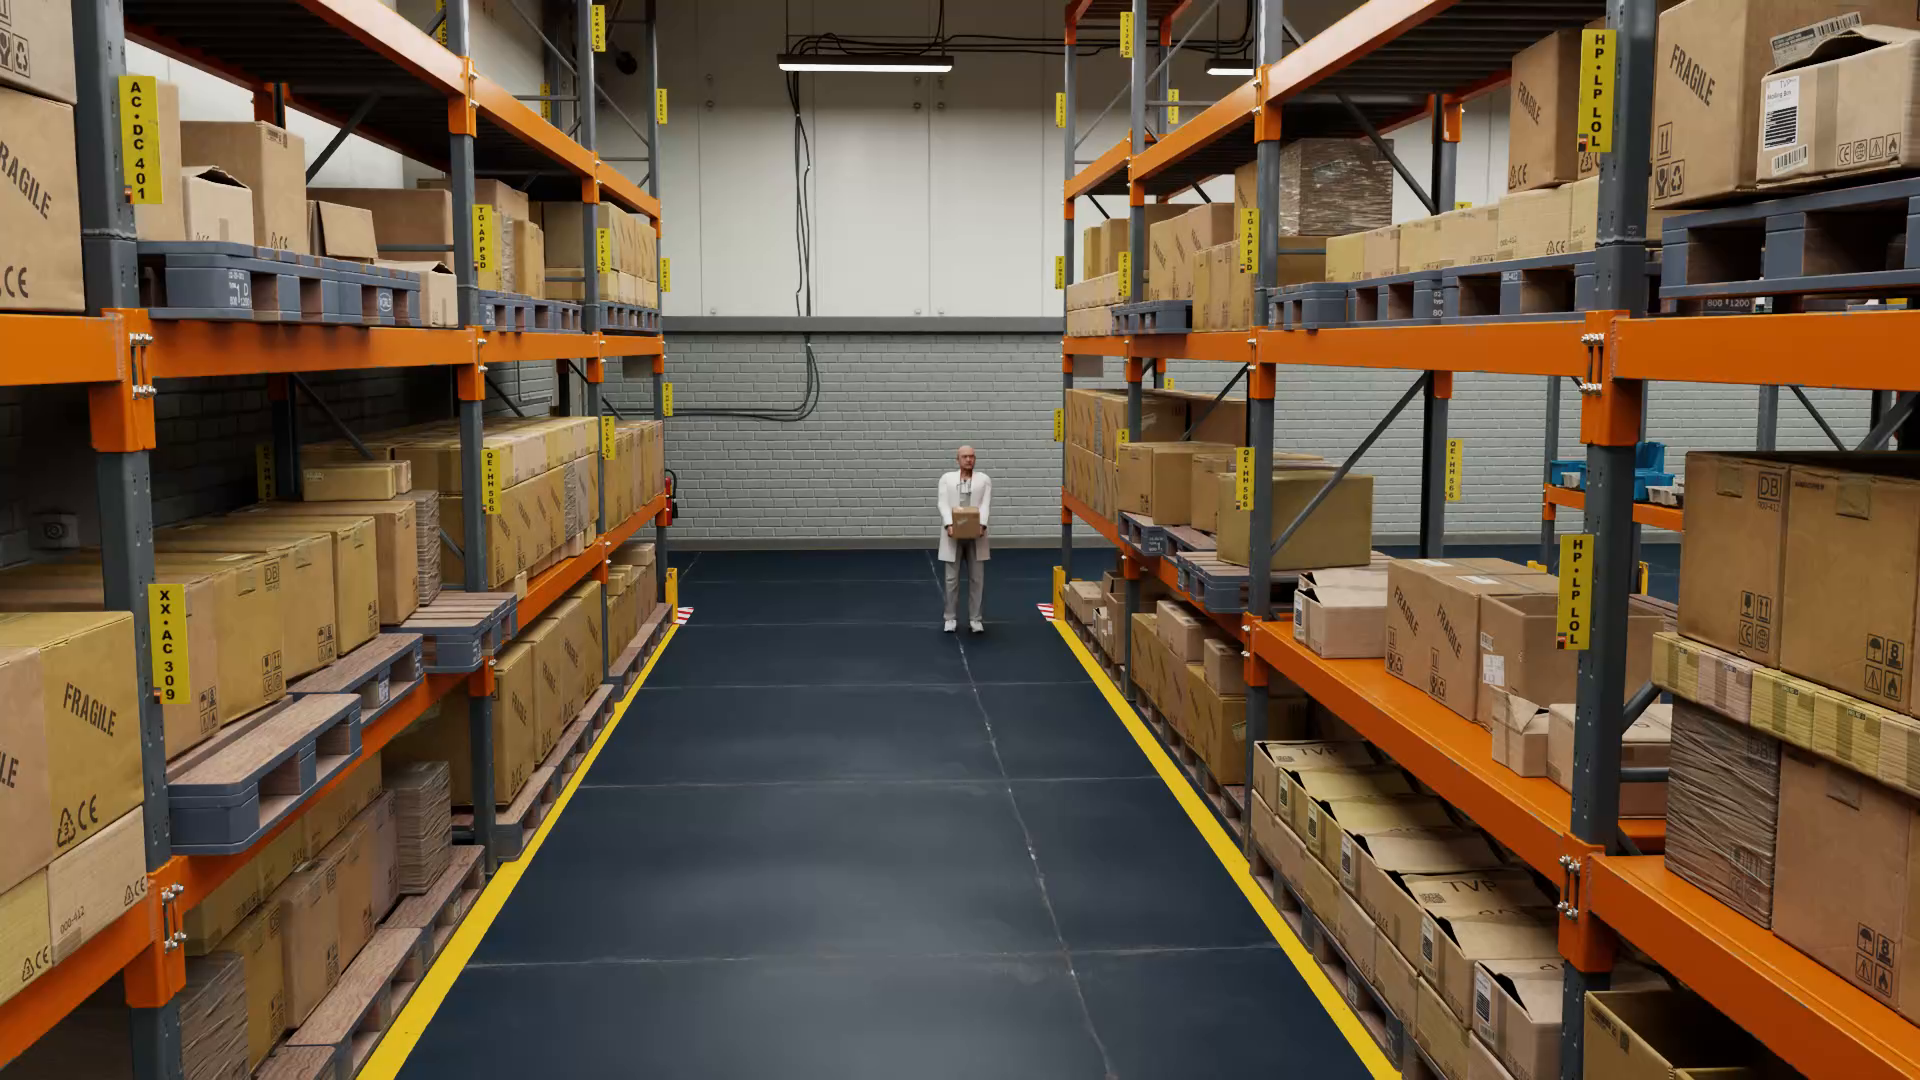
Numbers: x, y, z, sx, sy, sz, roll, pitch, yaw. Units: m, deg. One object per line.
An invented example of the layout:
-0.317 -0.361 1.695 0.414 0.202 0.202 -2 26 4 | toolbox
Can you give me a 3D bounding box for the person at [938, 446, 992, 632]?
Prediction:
0.053 -0.006 15.874 0.530 1.768 0.555 0 7 -3 | person
